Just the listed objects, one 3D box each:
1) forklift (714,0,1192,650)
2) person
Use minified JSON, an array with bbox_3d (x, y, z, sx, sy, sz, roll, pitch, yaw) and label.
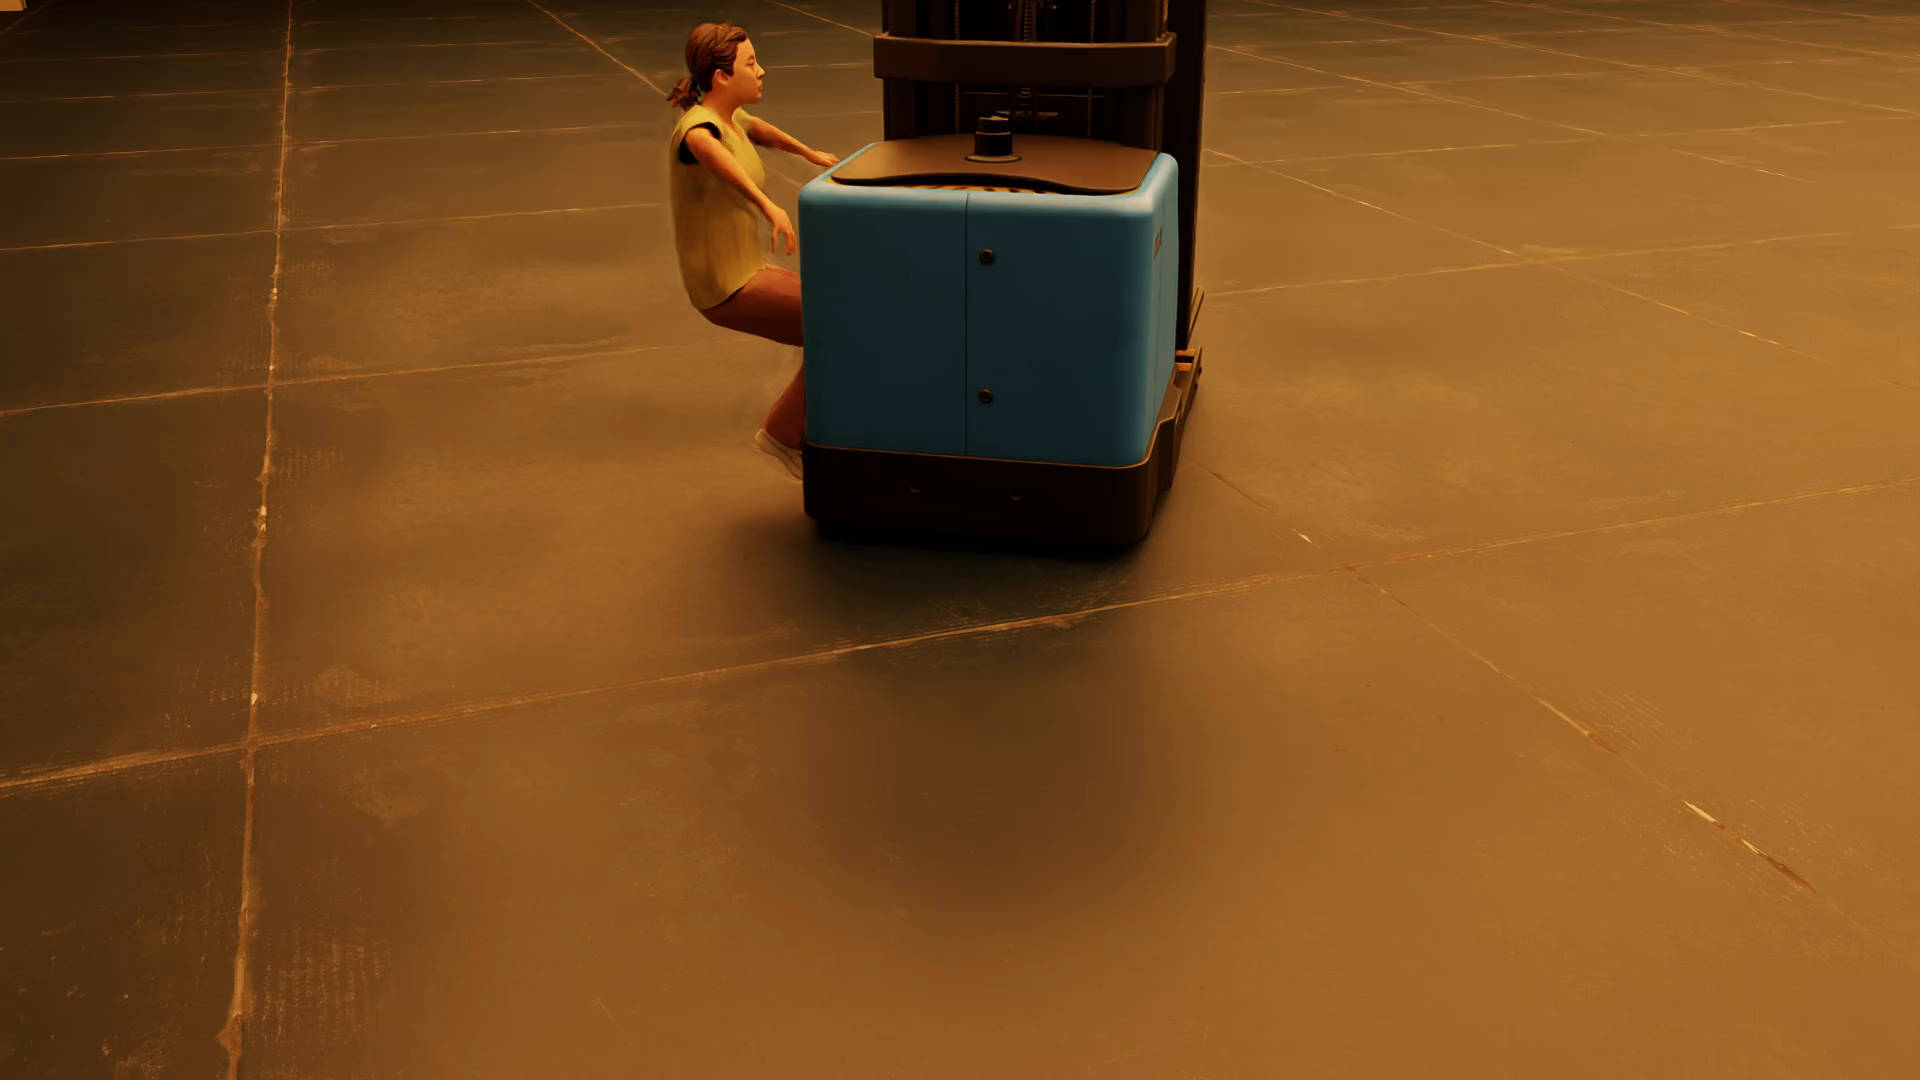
[{"bbox_3d":[0.184,-1.613,5.135,1.130,2.935,3.031,5,23,11],"label":"forklift"},{"bbox_3d":[-1.869,-0.882,5.267,0.728,1.318,1.001,-15,27,-32],"label":"person"}]
